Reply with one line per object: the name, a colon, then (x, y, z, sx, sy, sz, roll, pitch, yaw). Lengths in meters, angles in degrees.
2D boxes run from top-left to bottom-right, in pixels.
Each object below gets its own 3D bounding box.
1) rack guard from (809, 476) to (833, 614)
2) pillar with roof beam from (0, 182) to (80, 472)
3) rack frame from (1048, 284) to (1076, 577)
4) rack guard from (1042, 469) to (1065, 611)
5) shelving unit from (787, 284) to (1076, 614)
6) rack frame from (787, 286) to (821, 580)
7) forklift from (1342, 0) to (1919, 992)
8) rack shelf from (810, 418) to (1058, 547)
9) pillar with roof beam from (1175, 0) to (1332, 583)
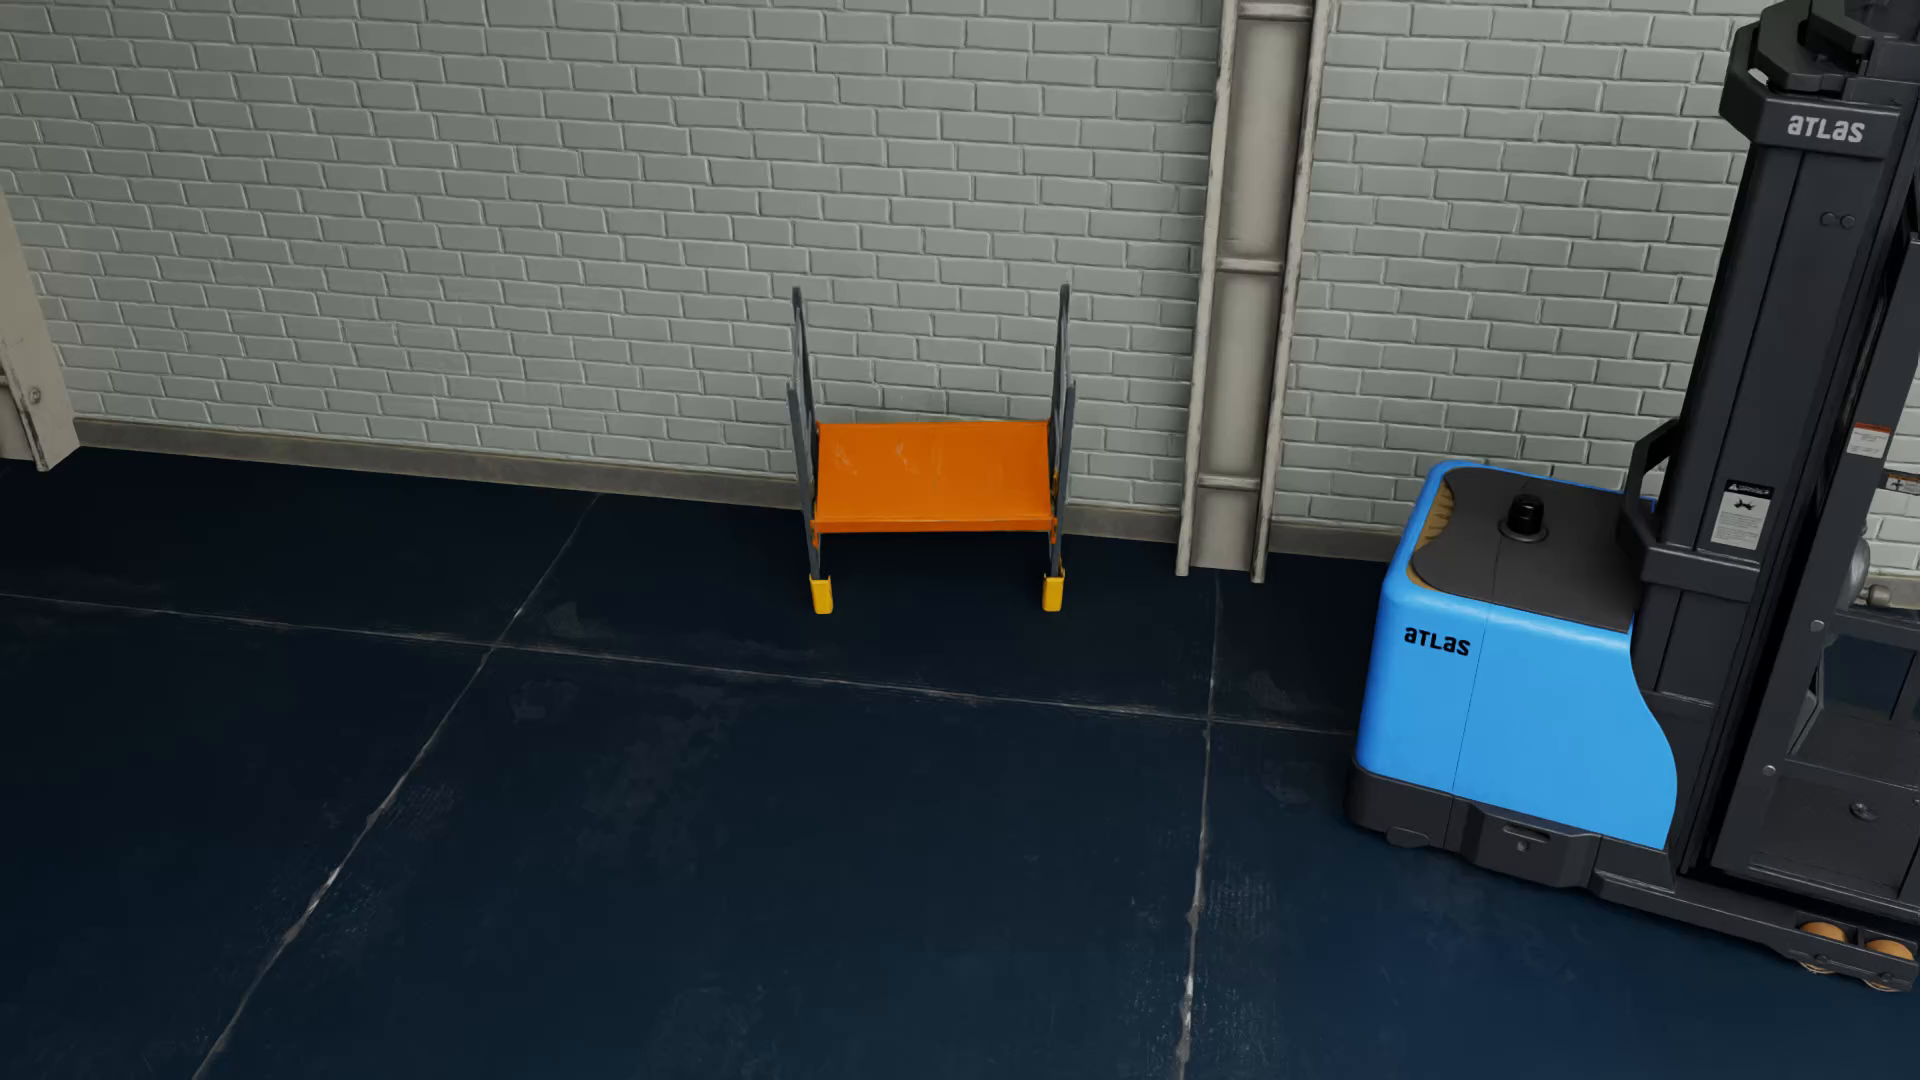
rack guard: (-0.599, 0.008, 7.293, 0.087, 0.250, 0.587, -1, 57, -1)
pillar with roof beam: (-5.449, -2.002, 2.467, 0.400, 9.000, 9.100, 5, 32, 8)
rack frame: (0.400, -0.348, 6.783, 0.032, 1.500, 0.500, -1, 57, -1)
rack guard: (0.396, -0.003, 7.304, 0.087, 0.250, 0.587, -1, 57, -1)
shelving unit: (-0.100, -0.342, 6.777, 1.083, 1.500, 0.587, -1, 57, -1)
rack frame: (-0.617, -0.336, 6.771, 0.032, 1.500, 0.500, -1, 57, -1)
forklift: (2.955, -0.098, 5.144, 3.031, 2.935, 1.130, 13, 34, 20)
rack shelf: (-0.109, -0.243, 6.927, 1.000, 0.185, 0.538, -1, 57, -1)
pillar with roof beam: (0.466, -1.466, 1.611, 0.400, 9.000, 9.100, 5, 32, 8)
